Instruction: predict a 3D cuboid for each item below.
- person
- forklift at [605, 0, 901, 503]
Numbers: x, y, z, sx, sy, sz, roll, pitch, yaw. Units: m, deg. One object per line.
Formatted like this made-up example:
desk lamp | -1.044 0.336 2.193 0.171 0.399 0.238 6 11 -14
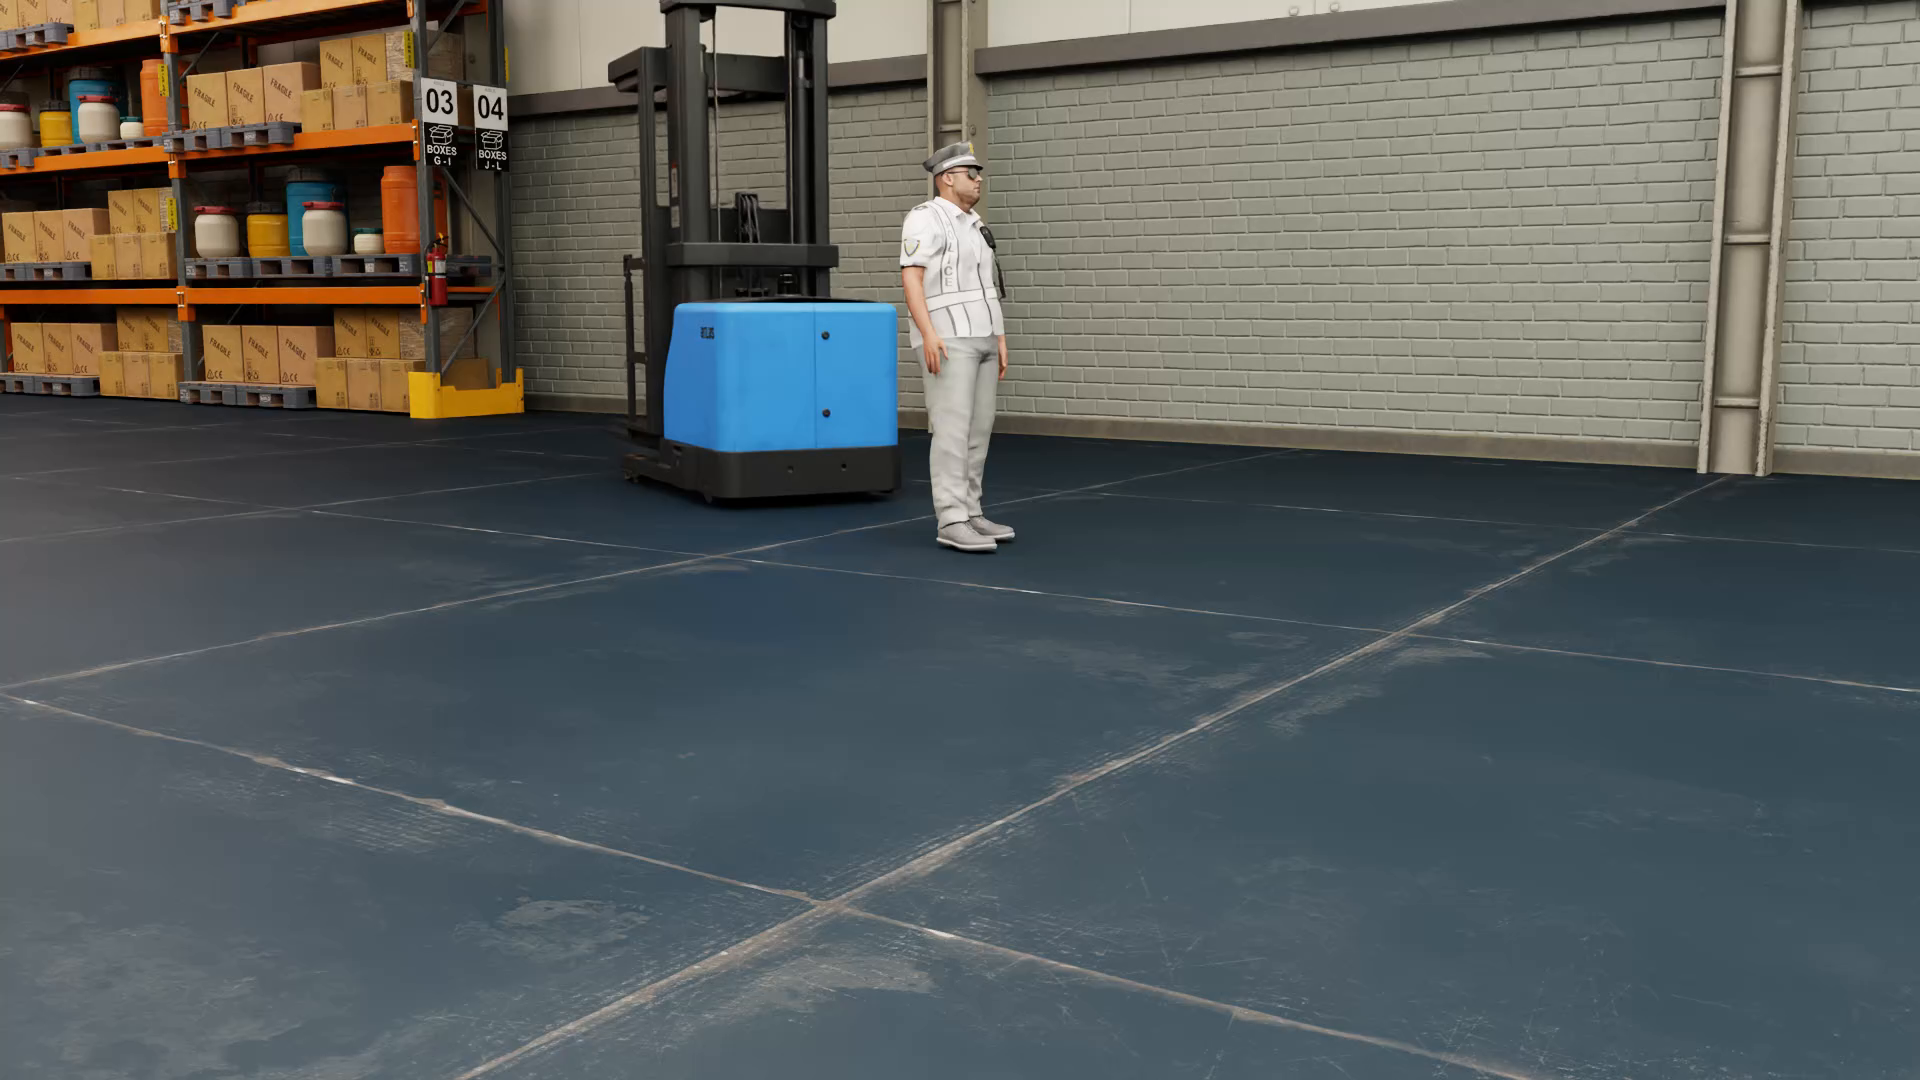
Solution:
person | 0.058 -0.882 7.424 0.575 1.780 0.640 5 10 34
forklift | -1.432 -1.814 9.947 1.130 2.935 3.031 -4 9 -26
